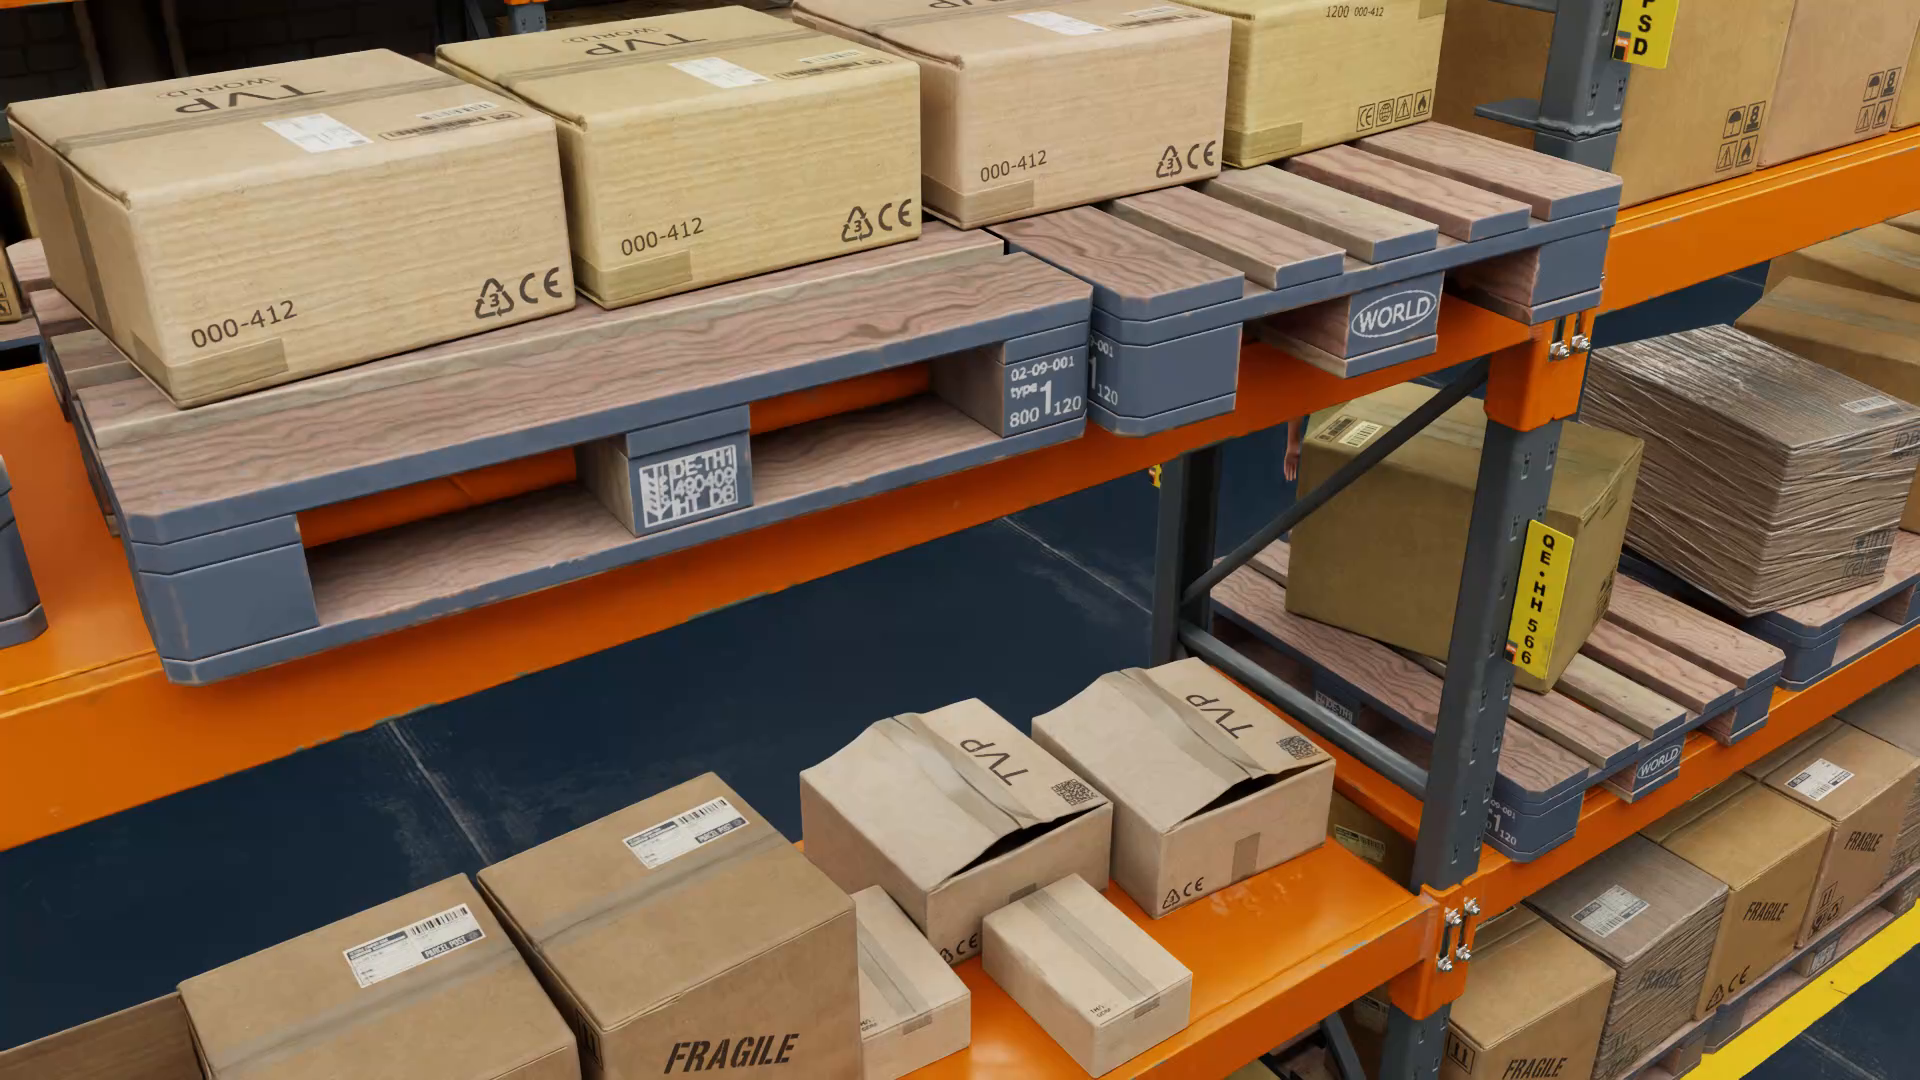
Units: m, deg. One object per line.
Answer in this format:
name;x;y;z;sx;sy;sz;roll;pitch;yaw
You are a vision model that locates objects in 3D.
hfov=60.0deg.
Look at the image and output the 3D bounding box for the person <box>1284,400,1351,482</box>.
person;1.534;-0.332;6.732;0.865;1.627;0.453;-16;33;-27
